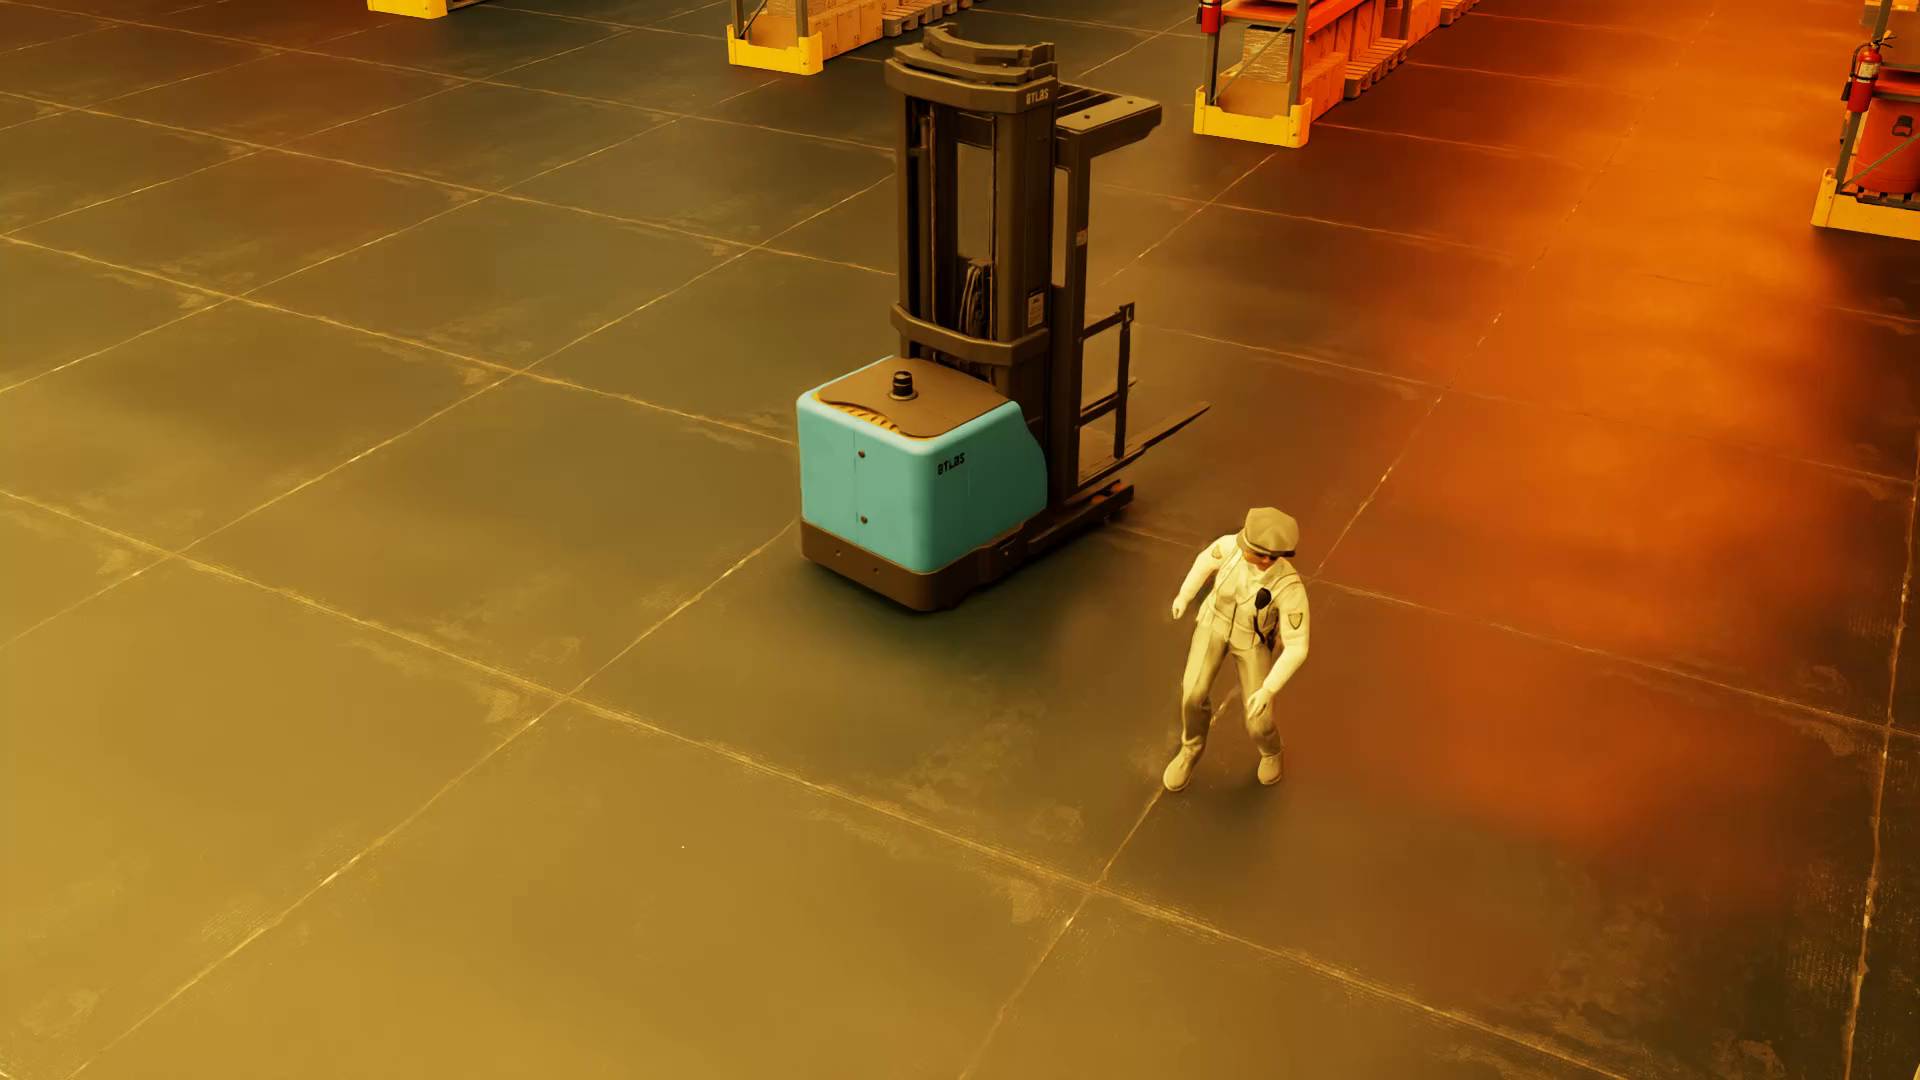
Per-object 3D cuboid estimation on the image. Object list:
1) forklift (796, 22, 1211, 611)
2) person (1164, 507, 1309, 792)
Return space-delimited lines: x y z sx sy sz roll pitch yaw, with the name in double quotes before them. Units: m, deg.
"forklift" 0.425 -1.531 9.724 1.130 2.935 3.031 24 38 35
"person" 1.260 0.499 7.714 0.714 1.468 0.659 11 32 19
